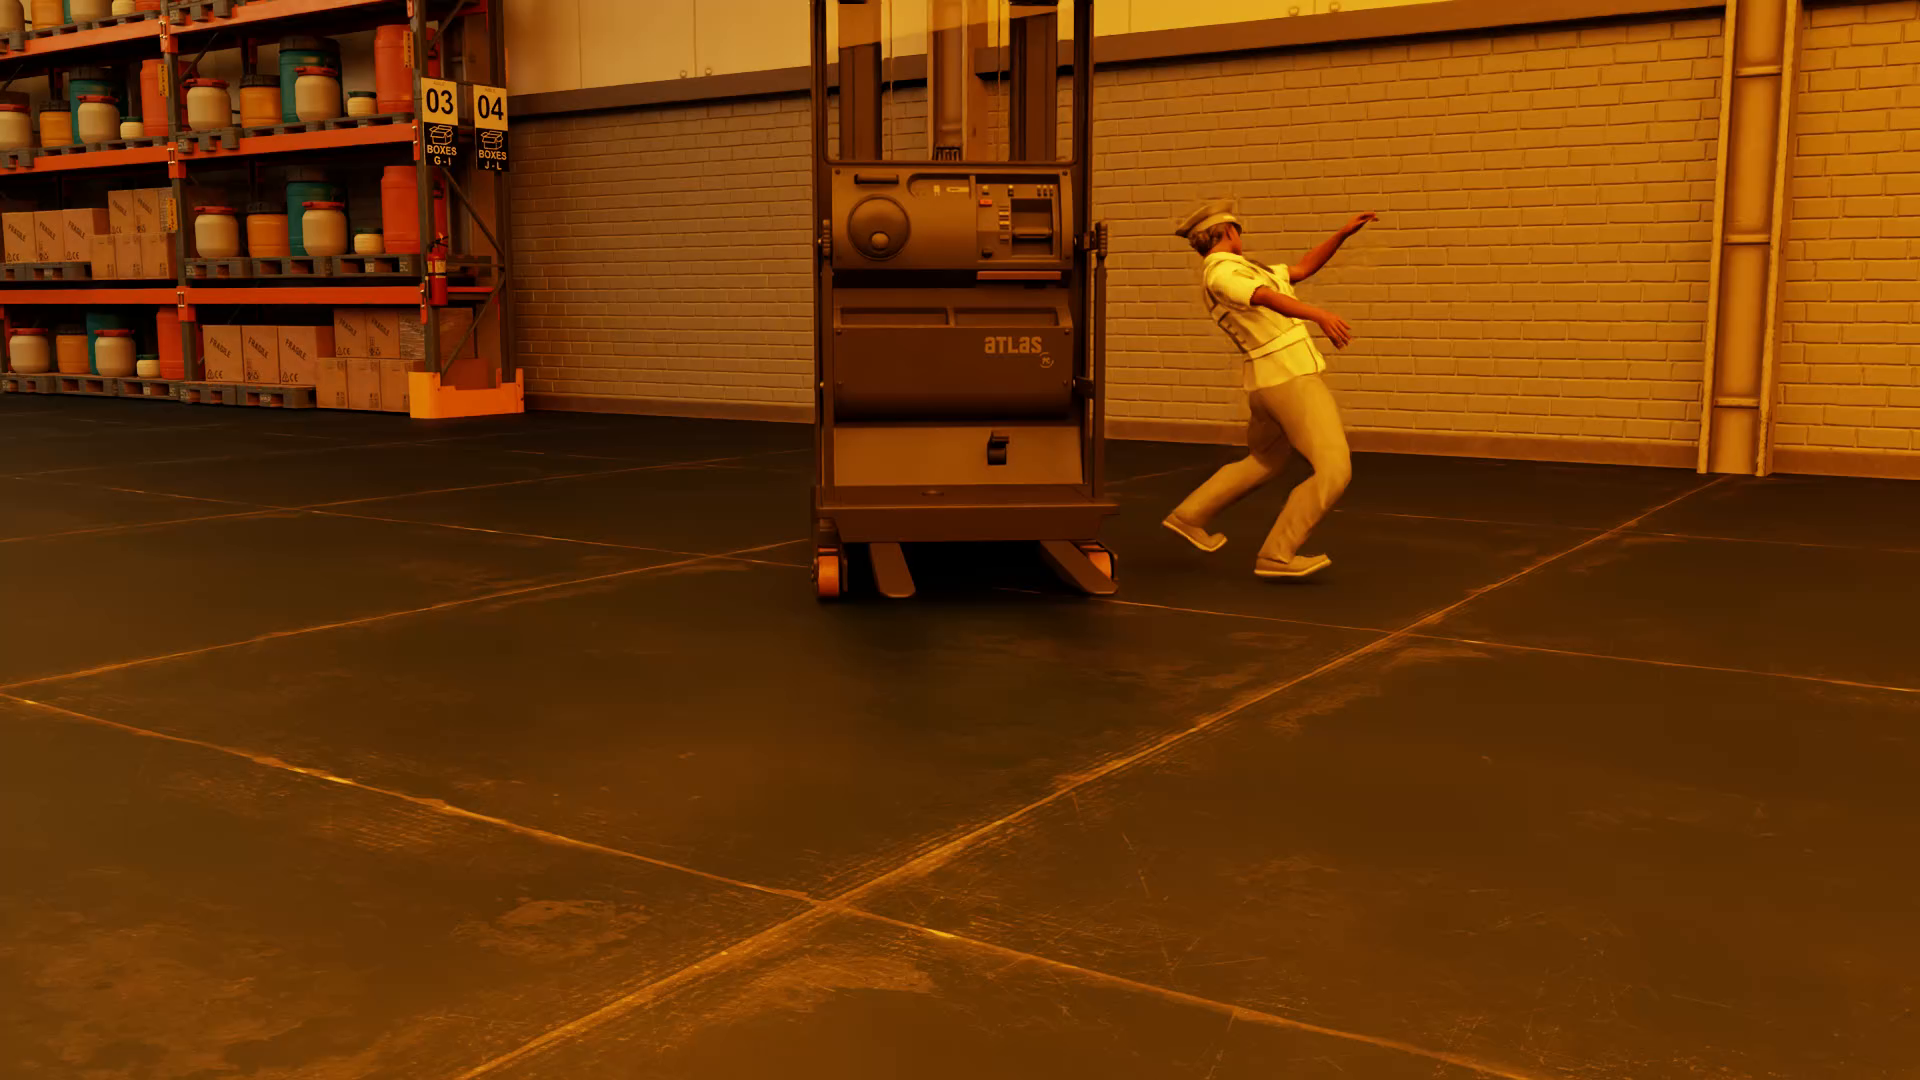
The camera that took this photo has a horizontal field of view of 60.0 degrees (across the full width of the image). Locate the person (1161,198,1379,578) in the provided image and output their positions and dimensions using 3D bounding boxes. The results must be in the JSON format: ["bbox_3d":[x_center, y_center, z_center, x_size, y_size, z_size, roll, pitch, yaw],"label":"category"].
[{"bbox_3d":[1.234,-0.586,6.375,0.749,1.450,0.967,-1,8,-5],"label":"person"}]

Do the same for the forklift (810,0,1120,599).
[{"bbox_3d":[-0.008,-1.282,6.208,1.130,2.935,3.031,-1,8,-5],"label":"forklift"}]
